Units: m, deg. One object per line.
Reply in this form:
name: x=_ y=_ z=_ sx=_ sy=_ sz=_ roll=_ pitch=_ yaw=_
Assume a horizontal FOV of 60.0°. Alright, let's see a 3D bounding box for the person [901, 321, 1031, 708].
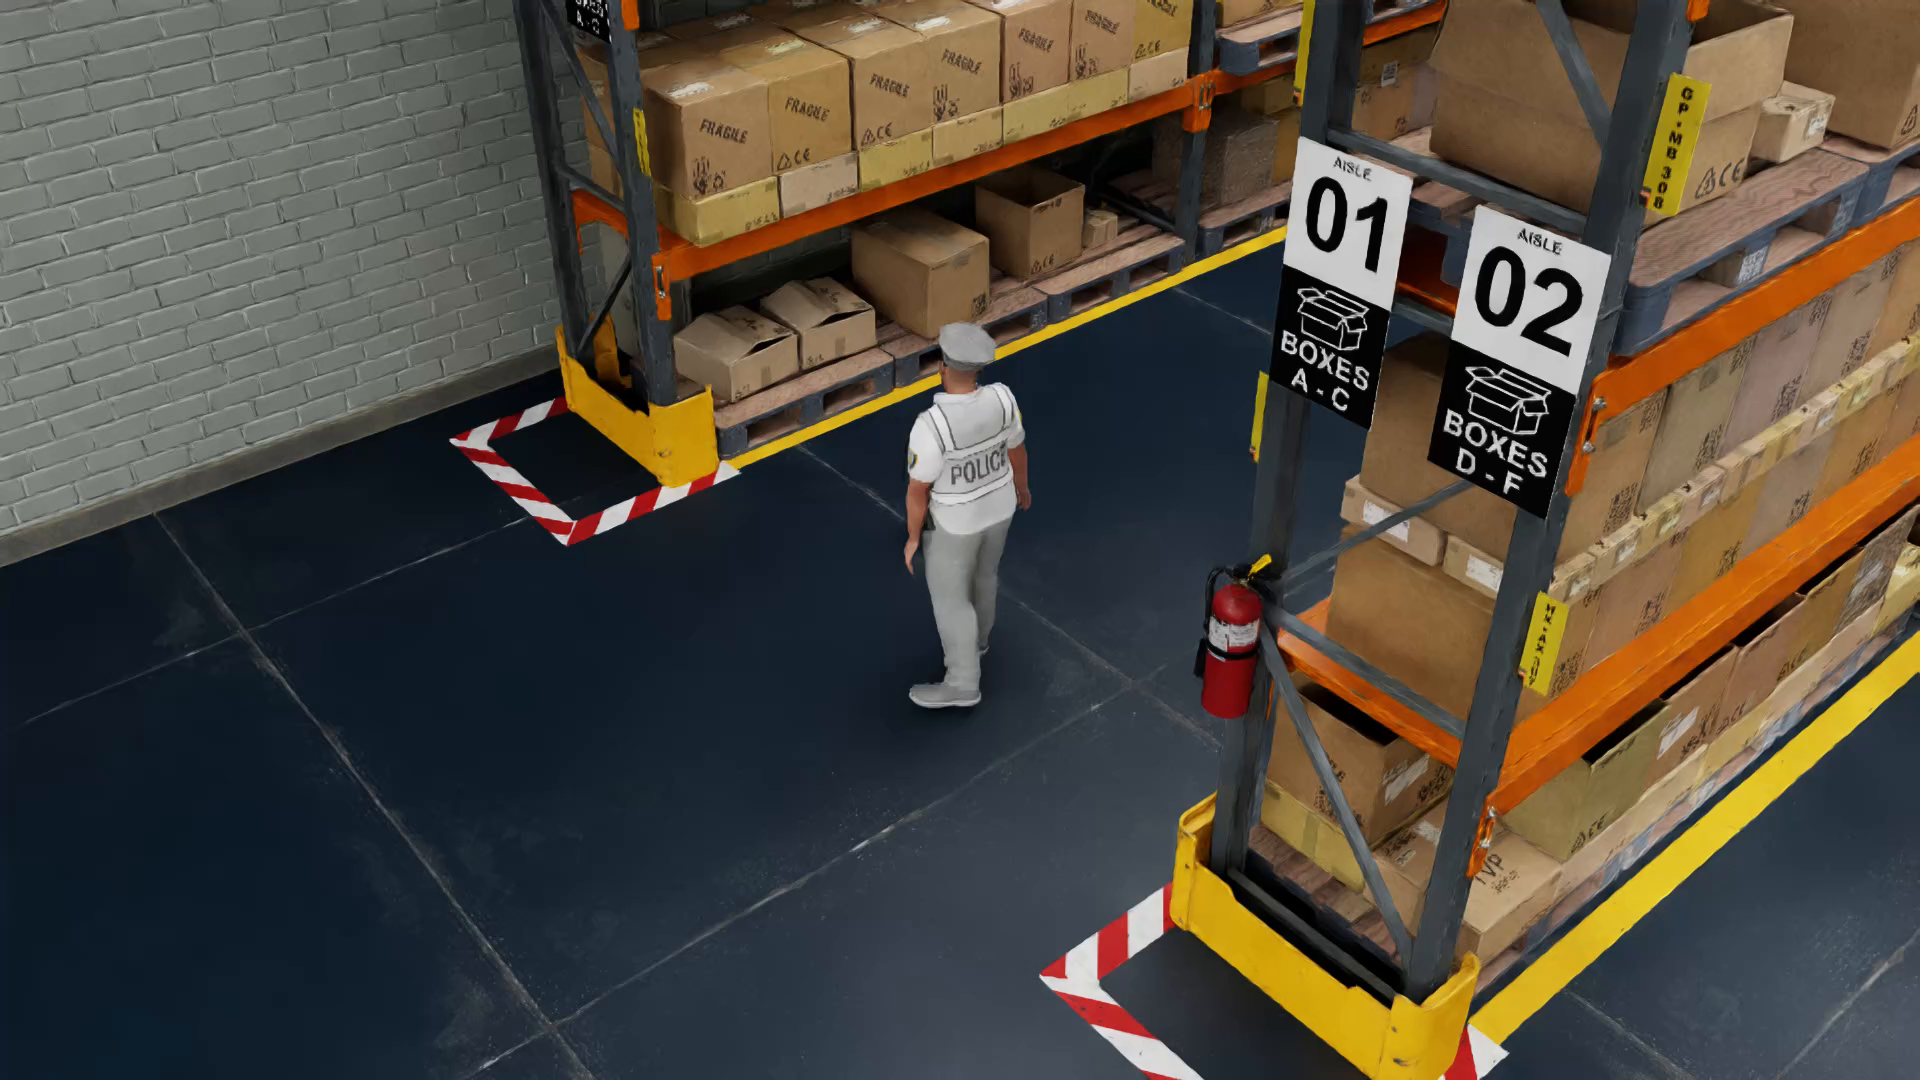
person: x=0.010 y=-0.146 z=7.241 sx=0.717 sy=1.750 sz=0.592 roll=-25 pitch=43 yaw=-30
